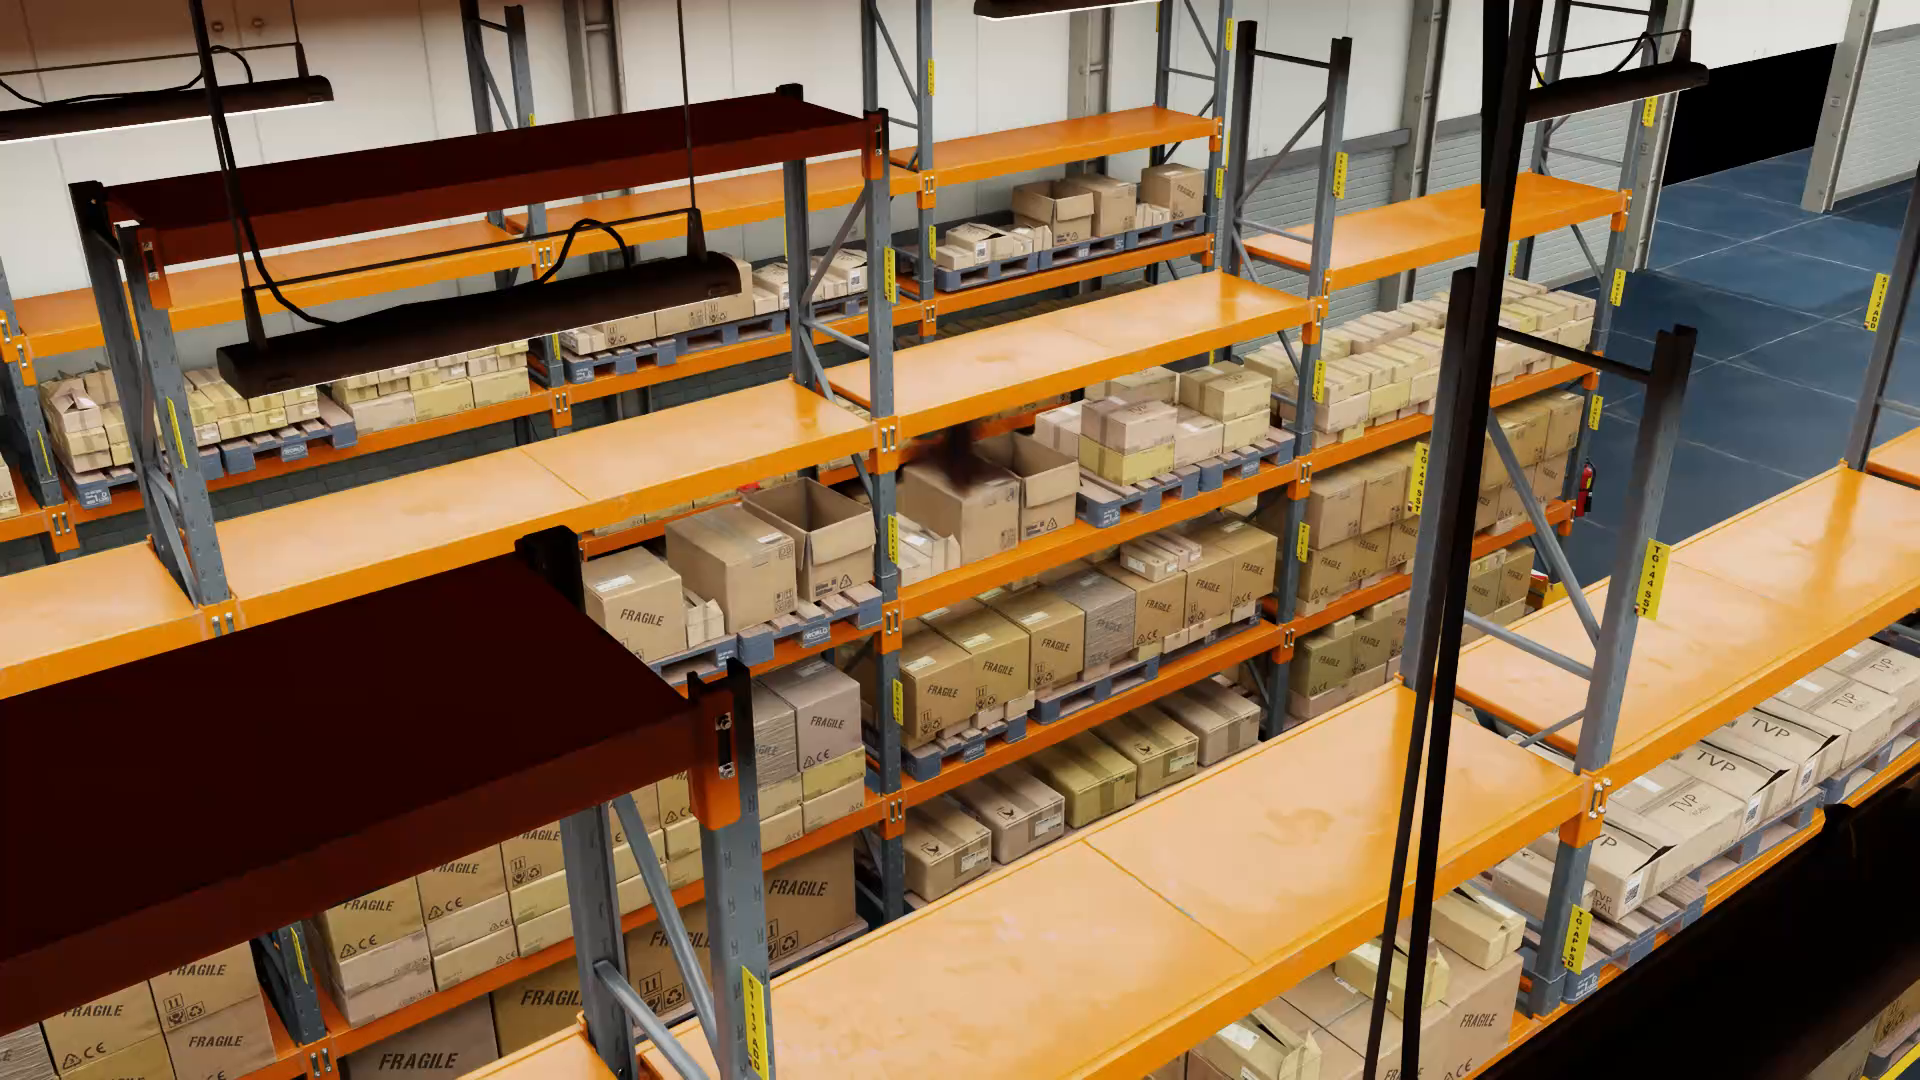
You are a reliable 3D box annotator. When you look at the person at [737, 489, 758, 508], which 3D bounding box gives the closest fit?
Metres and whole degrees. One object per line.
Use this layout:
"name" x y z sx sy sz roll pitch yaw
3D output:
"person" -1.848 0.331 14.845 0.621 1.821 0.491 20 32 34
